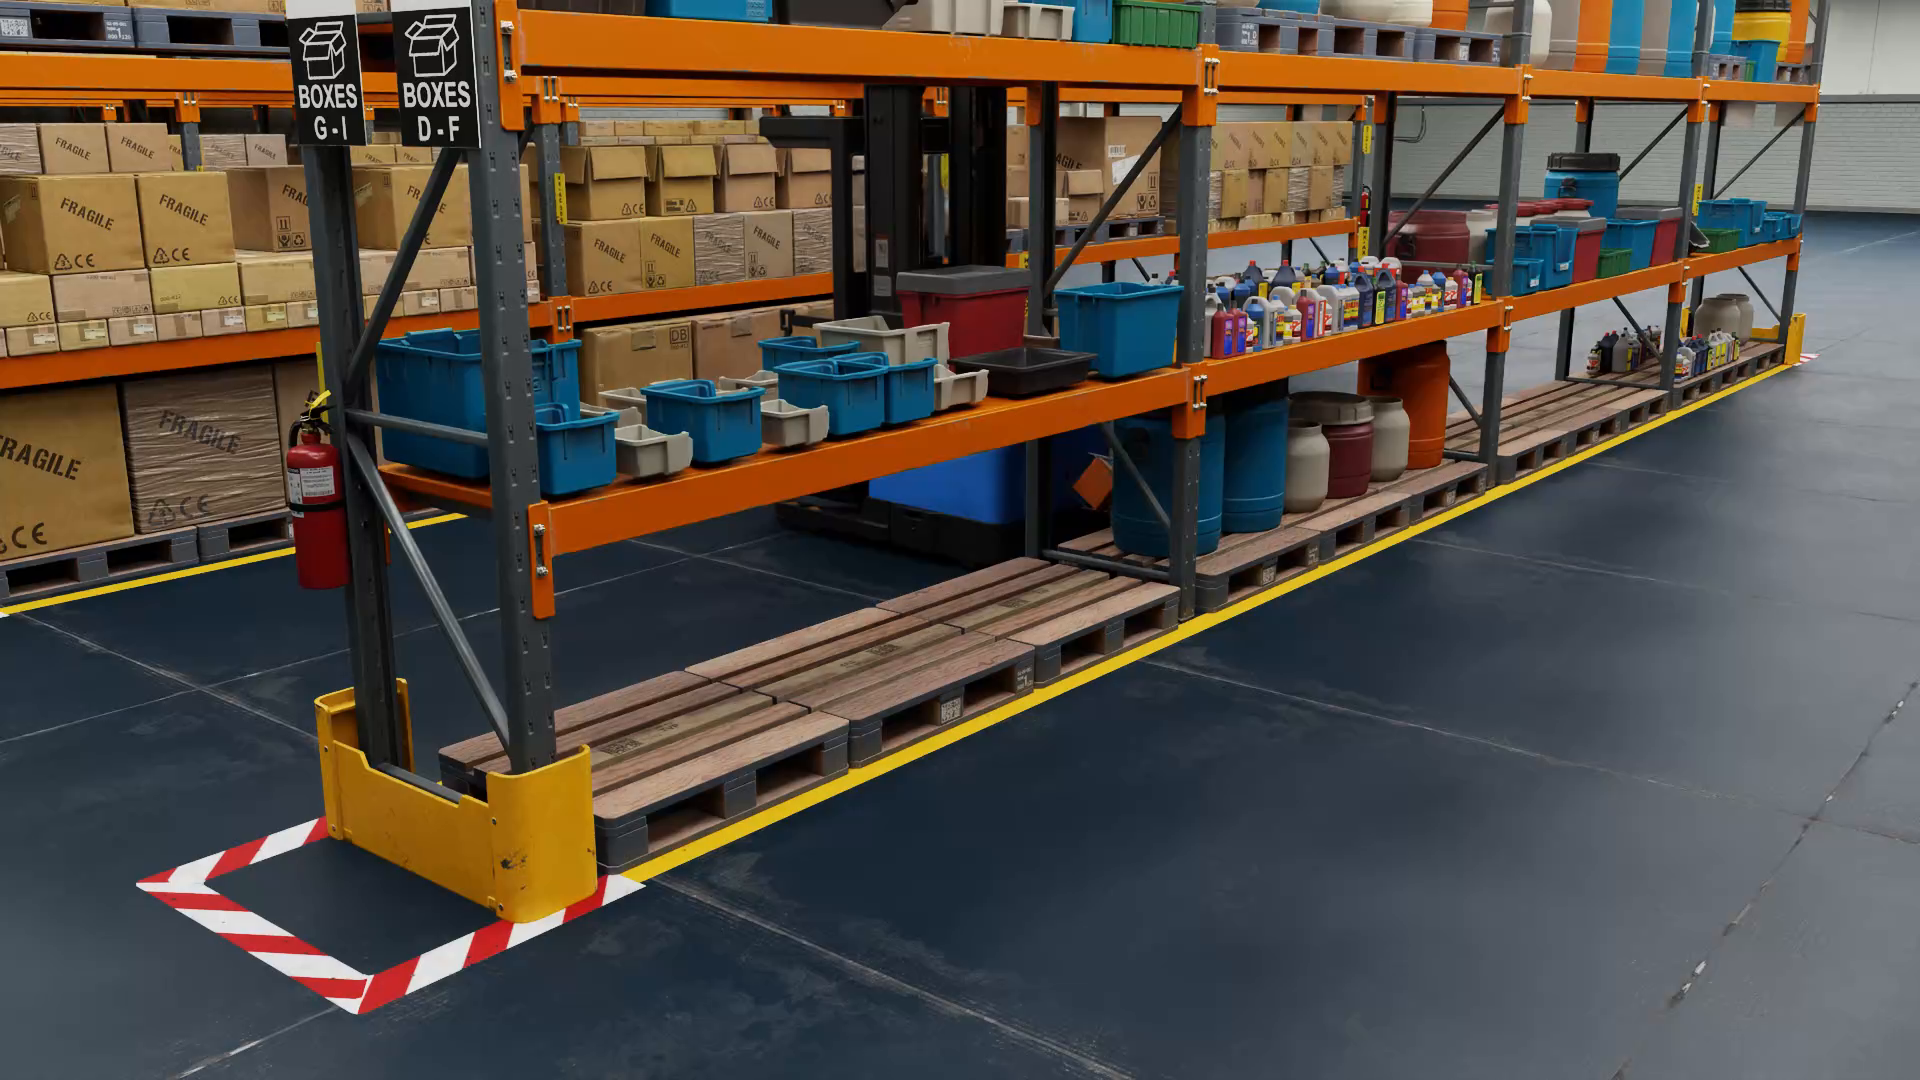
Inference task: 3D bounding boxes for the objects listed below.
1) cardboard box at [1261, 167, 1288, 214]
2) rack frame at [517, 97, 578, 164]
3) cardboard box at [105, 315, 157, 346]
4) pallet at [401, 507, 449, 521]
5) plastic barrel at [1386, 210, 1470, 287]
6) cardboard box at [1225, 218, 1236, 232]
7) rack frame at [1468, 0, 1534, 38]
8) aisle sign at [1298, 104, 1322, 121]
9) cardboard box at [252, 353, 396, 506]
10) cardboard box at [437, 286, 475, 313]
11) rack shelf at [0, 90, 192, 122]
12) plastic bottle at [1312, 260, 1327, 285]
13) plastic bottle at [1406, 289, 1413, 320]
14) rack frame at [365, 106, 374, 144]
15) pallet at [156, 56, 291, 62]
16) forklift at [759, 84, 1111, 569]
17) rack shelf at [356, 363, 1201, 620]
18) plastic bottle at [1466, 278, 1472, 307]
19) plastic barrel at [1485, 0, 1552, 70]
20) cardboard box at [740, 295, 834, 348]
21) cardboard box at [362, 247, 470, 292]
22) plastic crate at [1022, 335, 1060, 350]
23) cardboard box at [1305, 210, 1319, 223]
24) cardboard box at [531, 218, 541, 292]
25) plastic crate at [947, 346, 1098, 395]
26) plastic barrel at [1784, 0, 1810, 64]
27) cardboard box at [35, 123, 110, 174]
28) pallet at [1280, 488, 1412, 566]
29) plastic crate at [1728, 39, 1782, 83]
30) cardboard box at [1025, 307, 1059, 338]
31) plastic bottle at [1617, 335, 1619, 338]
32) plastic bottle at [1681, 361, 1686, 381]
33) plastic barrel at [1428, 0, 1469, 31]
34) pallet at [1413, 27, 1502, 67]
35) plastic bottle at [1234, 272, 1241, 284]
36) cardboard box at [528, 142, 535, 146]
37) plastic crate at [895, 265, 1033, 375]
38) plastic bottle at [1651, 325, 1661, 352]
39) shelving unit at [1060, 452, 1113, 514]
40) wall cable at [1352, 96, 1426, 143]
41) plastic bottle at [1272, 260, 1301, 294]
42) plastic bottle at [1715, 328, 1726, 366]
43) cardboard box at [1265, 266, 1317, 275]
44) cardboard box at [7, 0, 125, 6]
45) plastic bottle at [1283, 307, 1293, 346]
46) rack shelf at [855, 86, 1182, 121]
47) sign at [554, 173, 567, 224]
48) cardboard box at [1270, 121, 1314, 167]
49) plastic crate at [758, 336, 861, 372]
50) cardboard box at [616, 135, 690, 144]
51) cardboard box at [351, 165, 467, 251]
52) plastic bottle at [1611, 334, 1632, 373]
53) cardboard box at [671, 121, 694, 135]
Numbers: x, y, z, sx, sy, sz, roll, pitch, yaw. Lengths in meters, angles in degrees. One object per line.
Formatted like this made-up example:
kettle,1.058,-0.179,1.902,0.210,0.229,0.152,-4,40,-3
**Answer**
cardboard box,3.209,-3.978,18.882,0.875,0.500,0.500,11,18,38
rack frame,-4.355,-3.438,17.566,1.000,3.000,0.127,11,18,38
cardboard box,-4.625,-1.163,9.120,0.380,0.149,0.250,11,18,37
pallet,-3.613,-0.401,11.271,1.003,0.211,1.213,11,18,38
plastic barrel,3.348,-2.087,11.969,0.600,0.536,0.708,11,18,38
cardboard box,2.776,-3.438,18.074,0.380,0.149,0.250,11,18,38
rack frame,3.292,-4.793,10.713,1.000,3.000,0.127,11,18,38
aisle sign,4.274,-5.502,20.409,0.394,0.787,0.004,11,18,38
cardboard box,-4.117,-0.773,10.536,0.875,0.875,0.875,11,18,38
cardboard box,-3.334,-1.556,10.667,0.380,0.149,0.250,11,18,37
rack shelf,-8.126,-3.395,12.762,1.077,0.370,4.000,11,18,38
plastic bottle,2.358,-1.689,10.914,0.061,0.283,0.133,11,18,38
plastic bottle,2.710,-1.451,10.147,0.097,0.201,0.097,0,14,0
rack frame,-9.617,-5.719,26.542,1.000,3.000,0.127,11,18,38
pallet,-6.398,-4.137,14.605,1.213,0.211,1.003,11,18,38
forklift,-0.513,-1.546,10.255,3.031,2.935,1.130,13,19,42
rack shelf,-0.479,-0.387,7.017,1.077,0.370,4.000,11,18,38
plastic bottle,3.283,-1.626,10.835,0.097,0.201,0.097,0,14,0
plastic barrel,3.726,-3.405,11.116,0.421,0.512,0.421,0,14,0
cardboard box,-1.576,-1.527,13.504,1.225,0.875,0.875,11,18,38
cardboard box,-3.471,-1.732,10.551,0.500,0.250,0.500,12,19,39
plastic crate,0.375,-0.953,8.197,0.396,0.136,0.243,11,18,38
cardboard box,4.006,-3.826,19.603,0.380,0.149,0.250,11,18,38
cardboard box,-2.993,-2.066,11.960,0.500,0.500,0.500,11,18,38
plastic crate,0.284,-0.759,7.455,0.437,0.125,0.590,11,18,38
plastic barrel,8.114,-5.170,16.565,0.600,0.830,0.708,11,18,38
cardboard box,-7.274,-3.118,13.467,0.500,0.500,0.500,11,18,36
pallet,2.062,-0.144,10.259,1.003,0.211,1.213,11,18,38
plastic crate,7.356,-4.451,15.494,0.392,0.384,0.575,11,18,38
cardboard box,0.535,-2.003,16.097,0.700,0.500,0.500,13,19,42
plastic bottle,6.177,-1.790,15.701,0.061,0.283,0.133,13,19,41
plastic bottle,6.411,-1.521,14.807,0.097,0.201,0.097,0,14,0
plastic barrel,2.933,-3.642,10.551,0.600,0.830,0.708,11,18,38
pallet,2.735,-3.116,10.588,1.003,0.211,1.213,11,18,38
plastic bottle,1.661,-1.476,10.078,0.061,0.283,0.133,11,18,38
cardboard box,-5.866,-5.223,22.932,0.500,0.500,0.500,11,18,37
plastic crate,0.022,-1.047,7.900,0.402,0.464,0.583,11,18,38
plastic bottle,6.938,-2.009,16.587,0.097,0.271,0.097,0,14,0
shelving unit,0.967,-0.296,9.674,0.215,0.252,1.050,47,20,25
wall cable,13.493,-13.998,53.256,3.097,2.526,0.112,11,18,38
plastic bottle,1.997,-1.535,10.173,0.144,0.351,0.185,11,18,38
plastic bottle,7.139,-1.824,15.697,0.144,0.351,0.185,12,19,40
cardboard box,4.062,-3.059,20.295,0.500,0.500,0.500,-12,18,-39
cardboard box,-4.856,-3.071,8.767,0.700,0.500,0.500,10,18,36
plastic bottle,1.751,-1.159,8.997,0.097,0.201,0.097,0,14,0
rack shelf,0.697,-4.140,15.695,1.077,0.370,4.000,11,18,38
sign,-2.642,-2.258,11.000,0.100,0.325,0.005,11,18,38
cardboard box,3.688,-4.525,19.006,0.500,0.500,0.500,11,18,38
plastic crate,-0.644,-0.734,7.138,0.416,0.233,0.300,11,18,38
cardboard box,-3.427,-4.252,18.533,0.700,0.500,0.500,11,18,37
cardboard box,-3.473,-2.096,10.458,0.500,0.500,0.500,11,18,38
plastic bottle,6.099,-1.726,15.312,0.144,0.351,0.185,11,18,38
cardboard box,-4.377,-5.979,24.730,0.700,0.500,0.500,11,18,37
